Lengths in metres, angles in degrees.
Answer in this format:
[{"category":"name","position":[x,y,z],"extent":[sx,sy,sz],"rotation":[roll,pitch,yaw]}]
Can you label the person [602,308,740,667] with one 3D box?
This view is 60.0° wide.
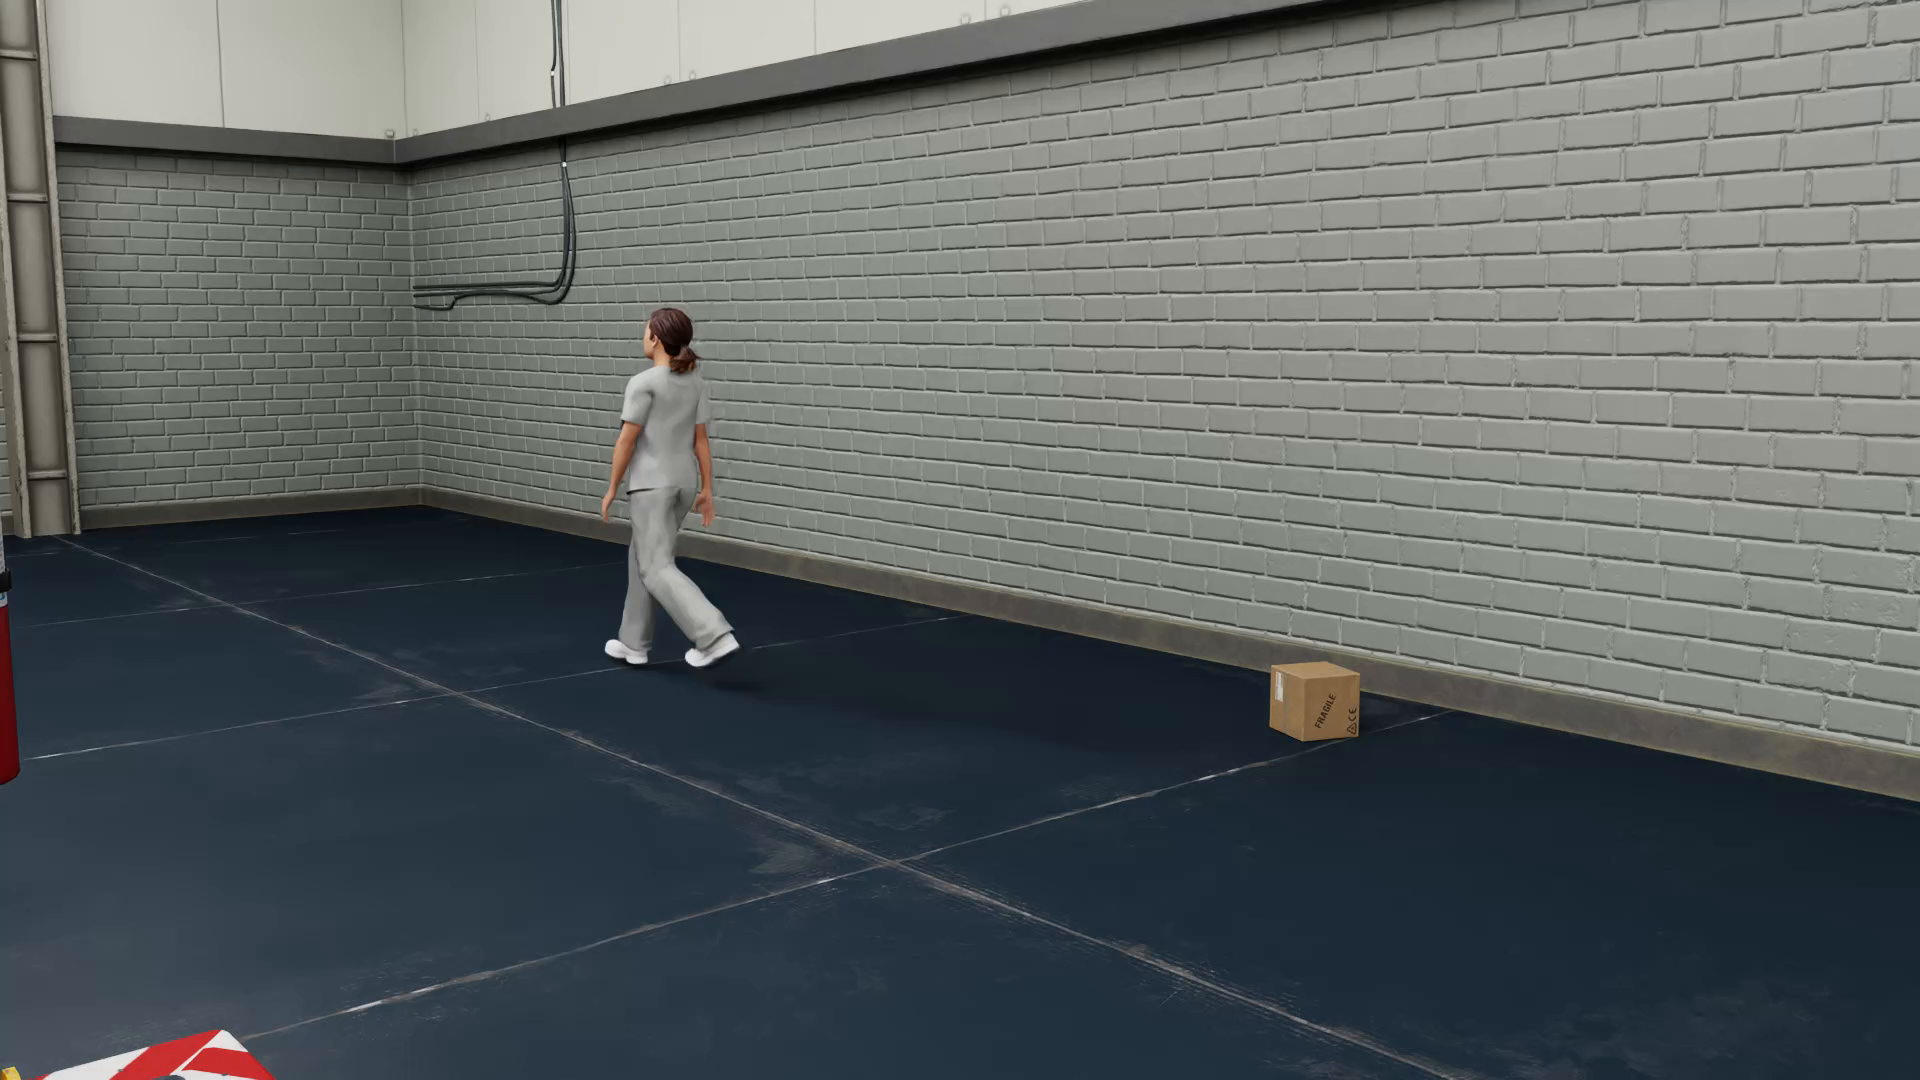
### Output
[{"category":"person","position":[-1.329,-0.215,7.419],"extent":[0.962,1.628,0.455],"rotation":[5,9,36]}]
